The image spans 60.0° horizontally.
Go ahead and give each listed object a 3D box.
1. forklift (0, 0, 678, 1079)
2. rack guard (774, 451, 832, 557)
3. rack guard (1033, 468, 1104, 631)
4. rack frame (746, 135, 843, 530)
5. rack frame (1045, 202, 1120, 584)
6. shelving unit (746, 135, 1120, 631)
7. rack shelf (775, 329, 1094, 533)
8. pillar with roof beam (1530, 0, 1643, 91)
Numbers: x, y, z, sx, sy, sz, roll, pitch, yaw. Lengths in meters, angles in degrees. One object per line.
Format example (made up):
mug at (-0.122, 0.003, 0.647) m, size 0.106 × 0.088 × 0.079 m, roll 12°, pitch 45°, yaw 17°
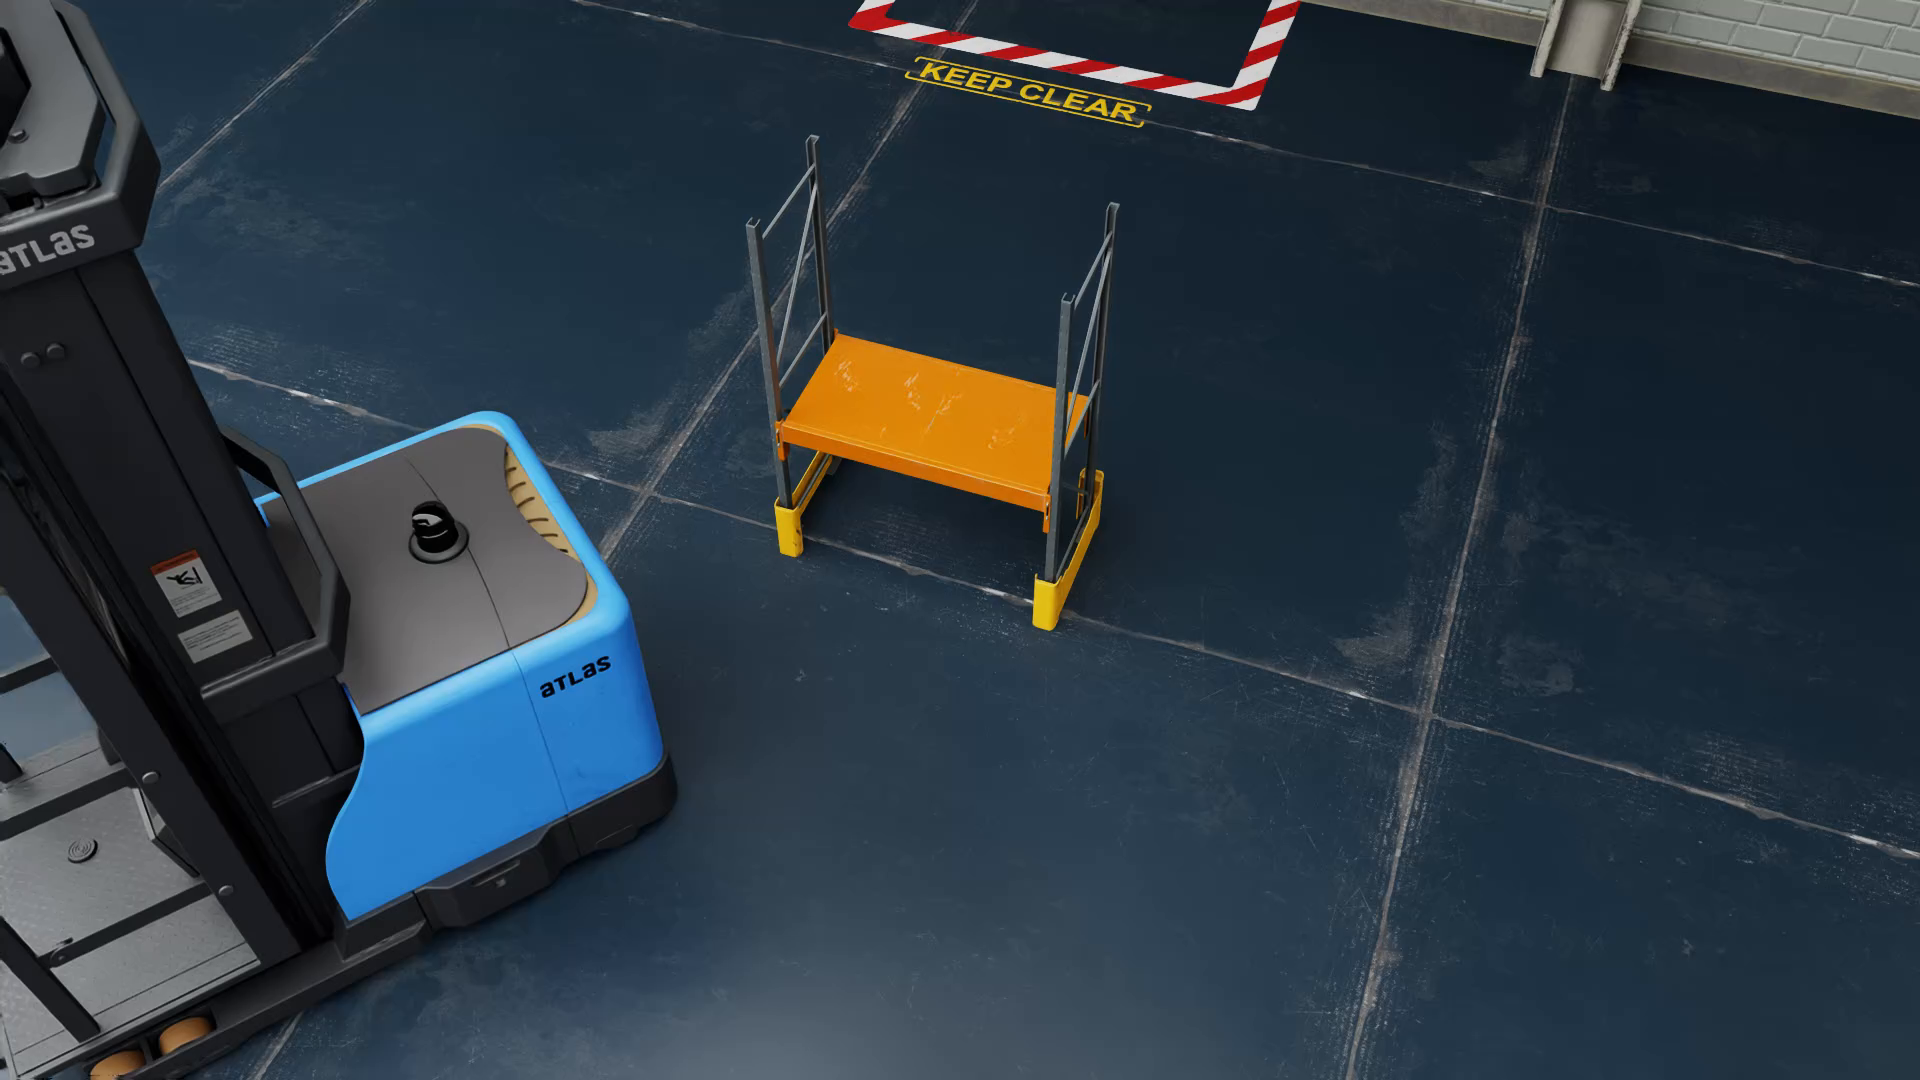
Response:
forklift at (-2.445, 0.215, 4.124) m, size 3.031 × 2.935 × 1.130 m, roll -25°, pitch 54°, yaw -20°
rack guard at (-0.539, -0.232, 6.286) m, size 0.087 × 0.250 × 0.587 m, roll 16°, pitch 51°, yaw 13°
rack guard at (0.396, 0.029, 6.060) m, size 0.087 × 0.250 × 0.587 m, roll 16°, pitch 51°, yaw 13°
rack frame at (-0.557, -0.647, 5.818) m, size 0.032 × 1.500 × 0.500 m, roll 16°, pitch 51°, yaw 13°
rack frame at (0.397, -0.380, 5.587) m, size 0.032 × 1.500 × 0.500 m, roll 16°, pitch 51°, yaw 13°
shelving unit at (-0.072, -0.511, 5.701) m, size 1.083 × 1.500 × 0.587 m, roll 16°, pitch 51°, yaw 13°
rack shelf at (-0.080, -0.396, 5.839) m, size 1.000 × 0.185 × 0.538 m, roll 16°, pitch 51°, yaw 13°
pillar with roof beam at (1.574, -2.258, 2.252) m, size 0.400 × 9.000 × 9.100 m, roll 16°, pitch 51°, yaw 13°
